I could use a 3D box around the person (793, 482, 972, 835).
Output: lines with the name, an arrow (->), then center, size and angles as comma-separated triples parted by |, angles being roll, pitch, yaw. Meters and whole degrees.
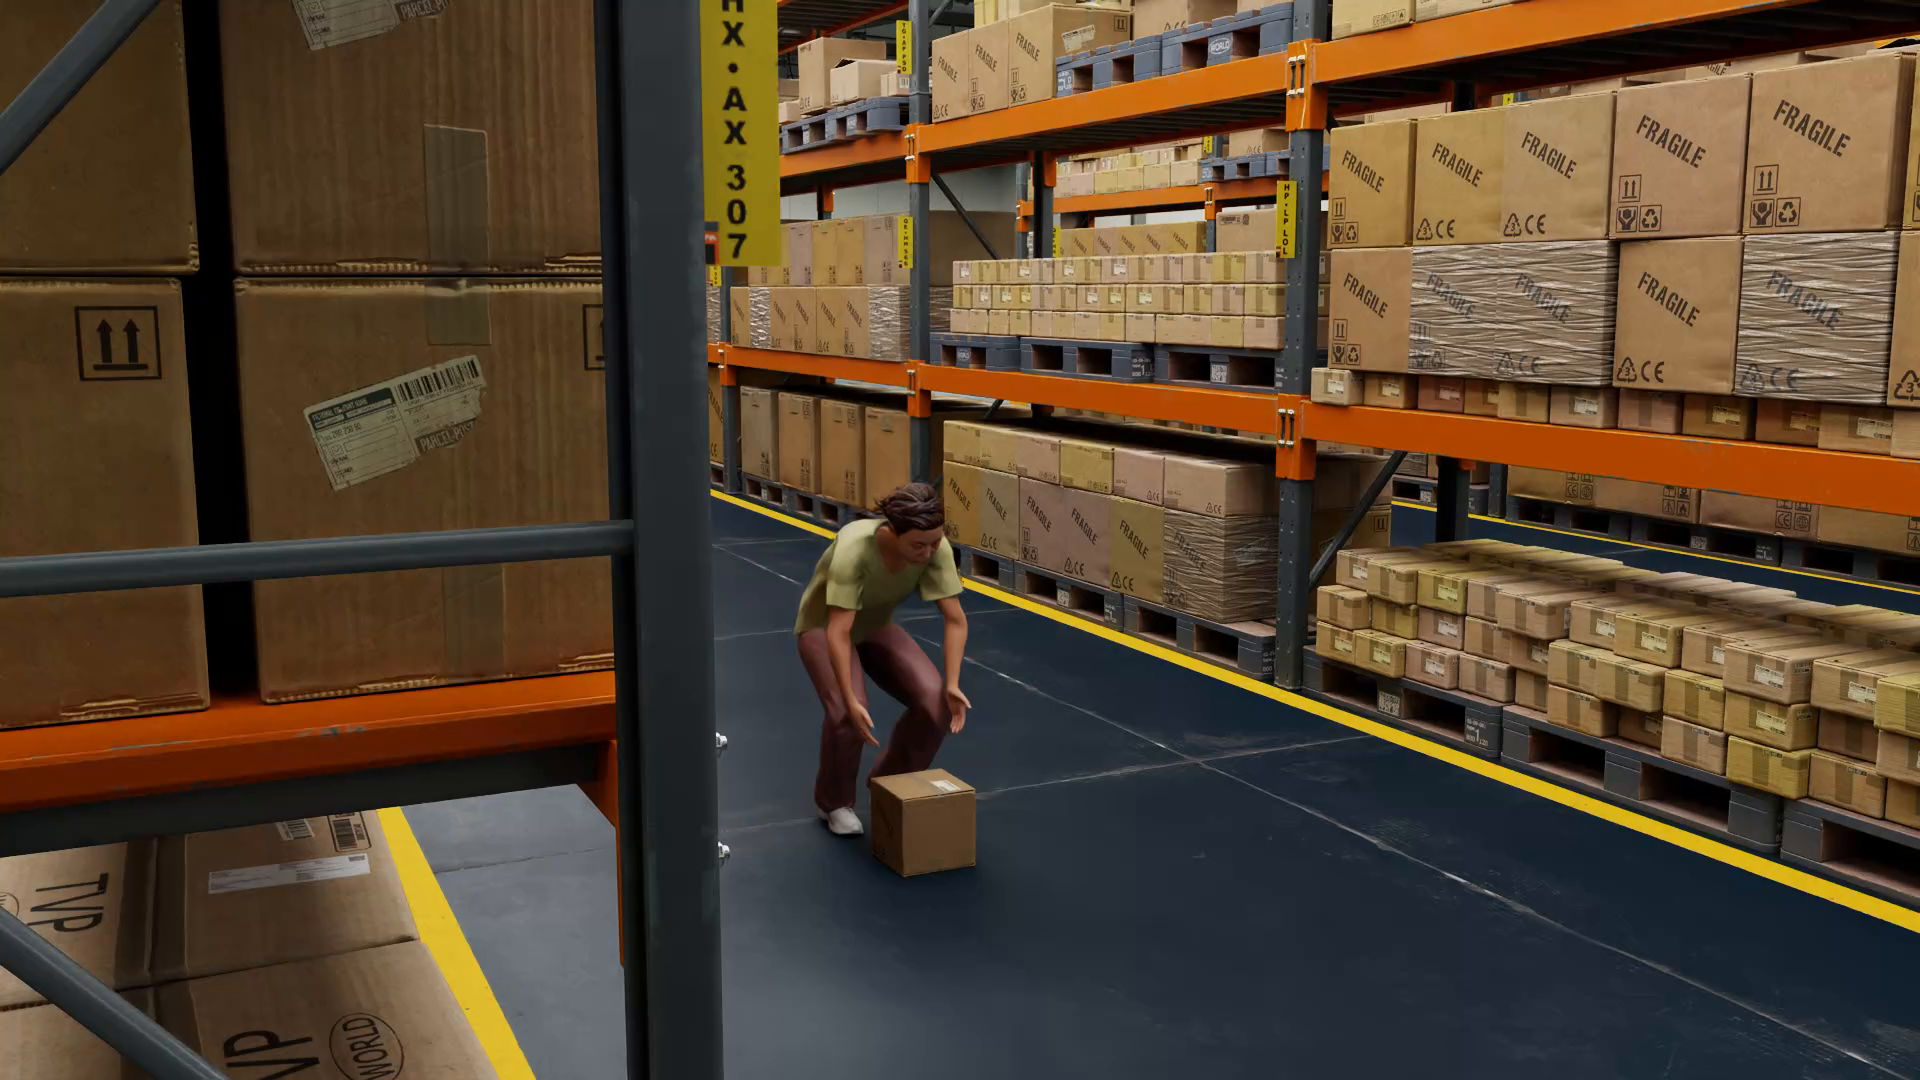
person -> -0.255, 0.372, 5.533 | 0.506, 1.187, 0.730 | -4, 10, -26
